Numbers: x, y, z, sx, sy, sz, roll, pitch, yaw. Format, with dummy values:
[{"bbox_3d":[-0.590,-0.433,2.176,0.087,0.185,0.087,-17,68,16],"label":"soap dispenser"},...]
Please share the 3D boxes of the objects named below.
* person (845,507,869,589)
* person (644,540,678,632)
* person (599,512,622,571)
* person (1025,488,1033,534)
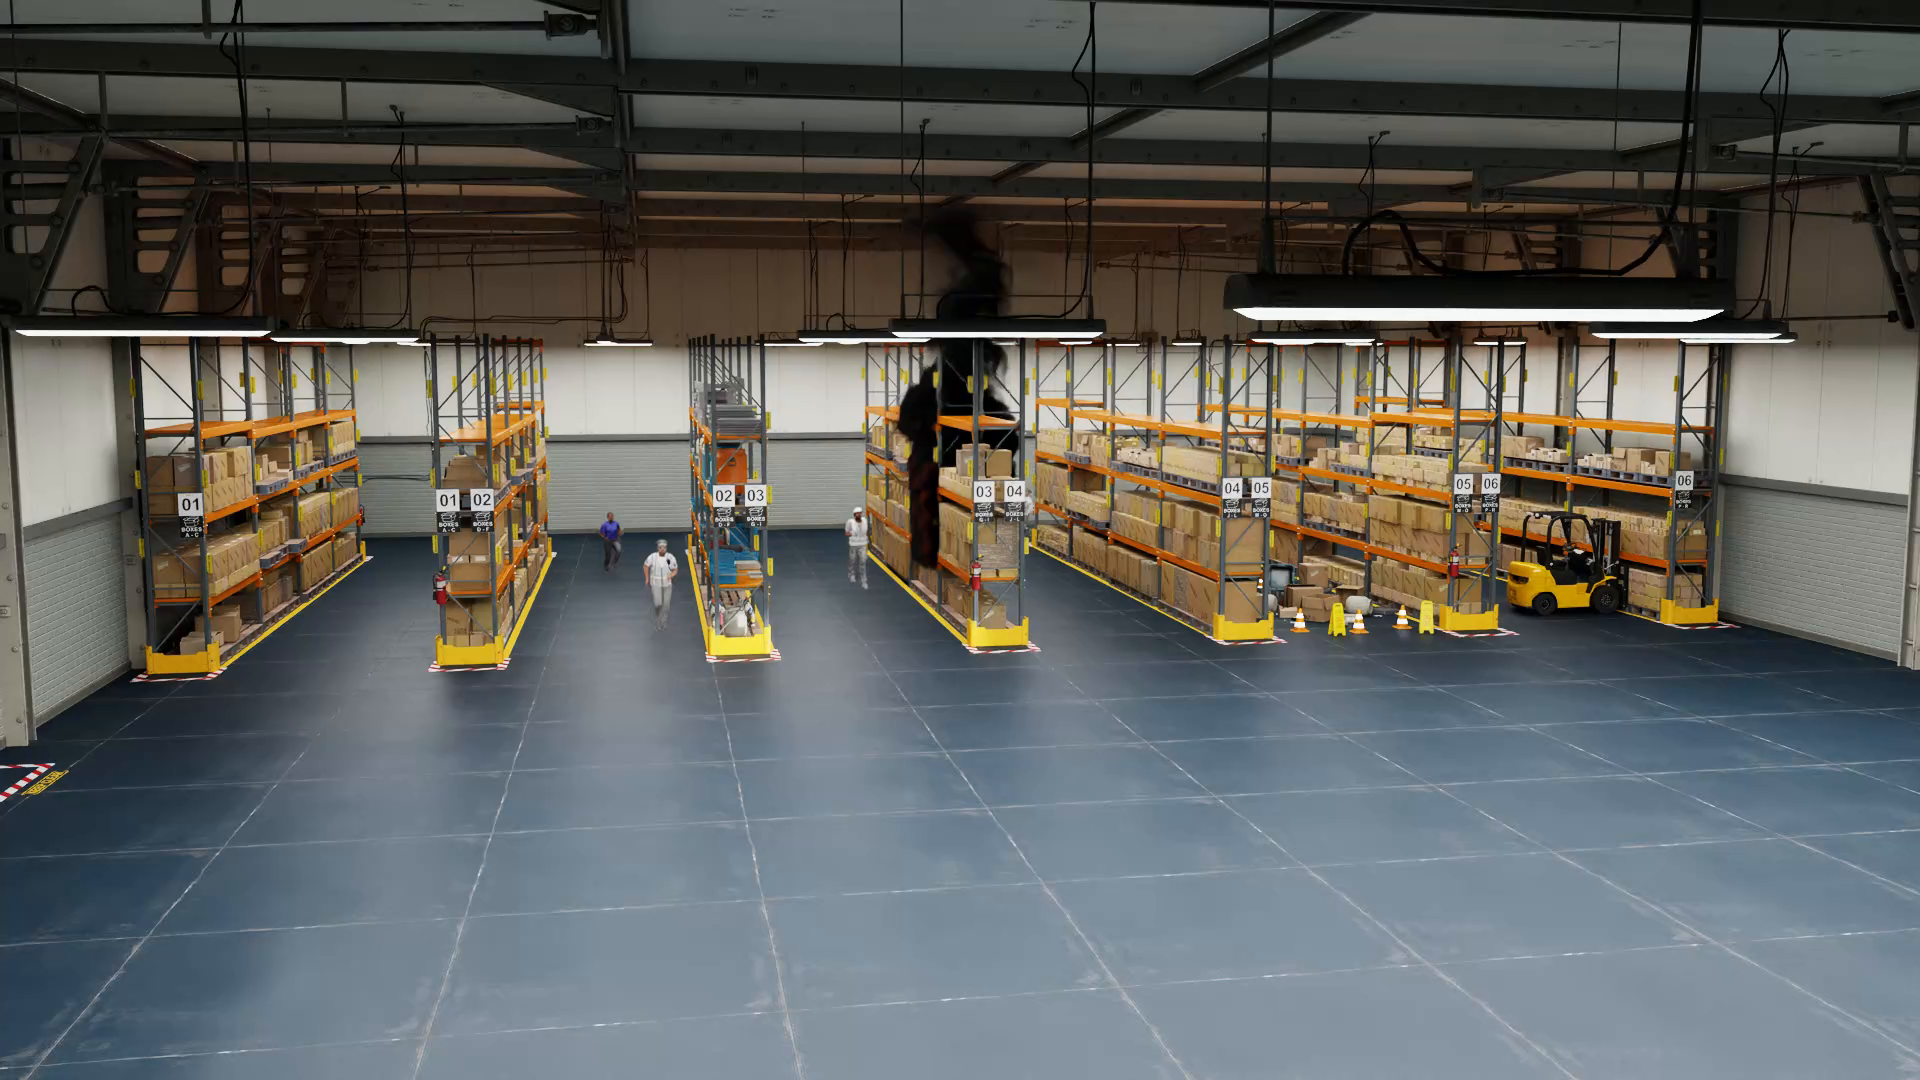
[{"bbox_3d":[-2.356,0.164,38.312,0.618,1.865,0.817,-2,7,-17],"label":"person"},{"bbox_3d":[-5.787,0.889,32.279,0.637,1.809,0.736,-2,7,-17],"label":"person"},{"bbox_3d":[-8.787,0.064,41.894,0.579,1.518,0.901,-3,7,-24],"label":"person"},{"bbox_3d":[1.932,-0.762,49.597,0.514,1.619,0.647,-5,8,-35],"label":"person"}]
